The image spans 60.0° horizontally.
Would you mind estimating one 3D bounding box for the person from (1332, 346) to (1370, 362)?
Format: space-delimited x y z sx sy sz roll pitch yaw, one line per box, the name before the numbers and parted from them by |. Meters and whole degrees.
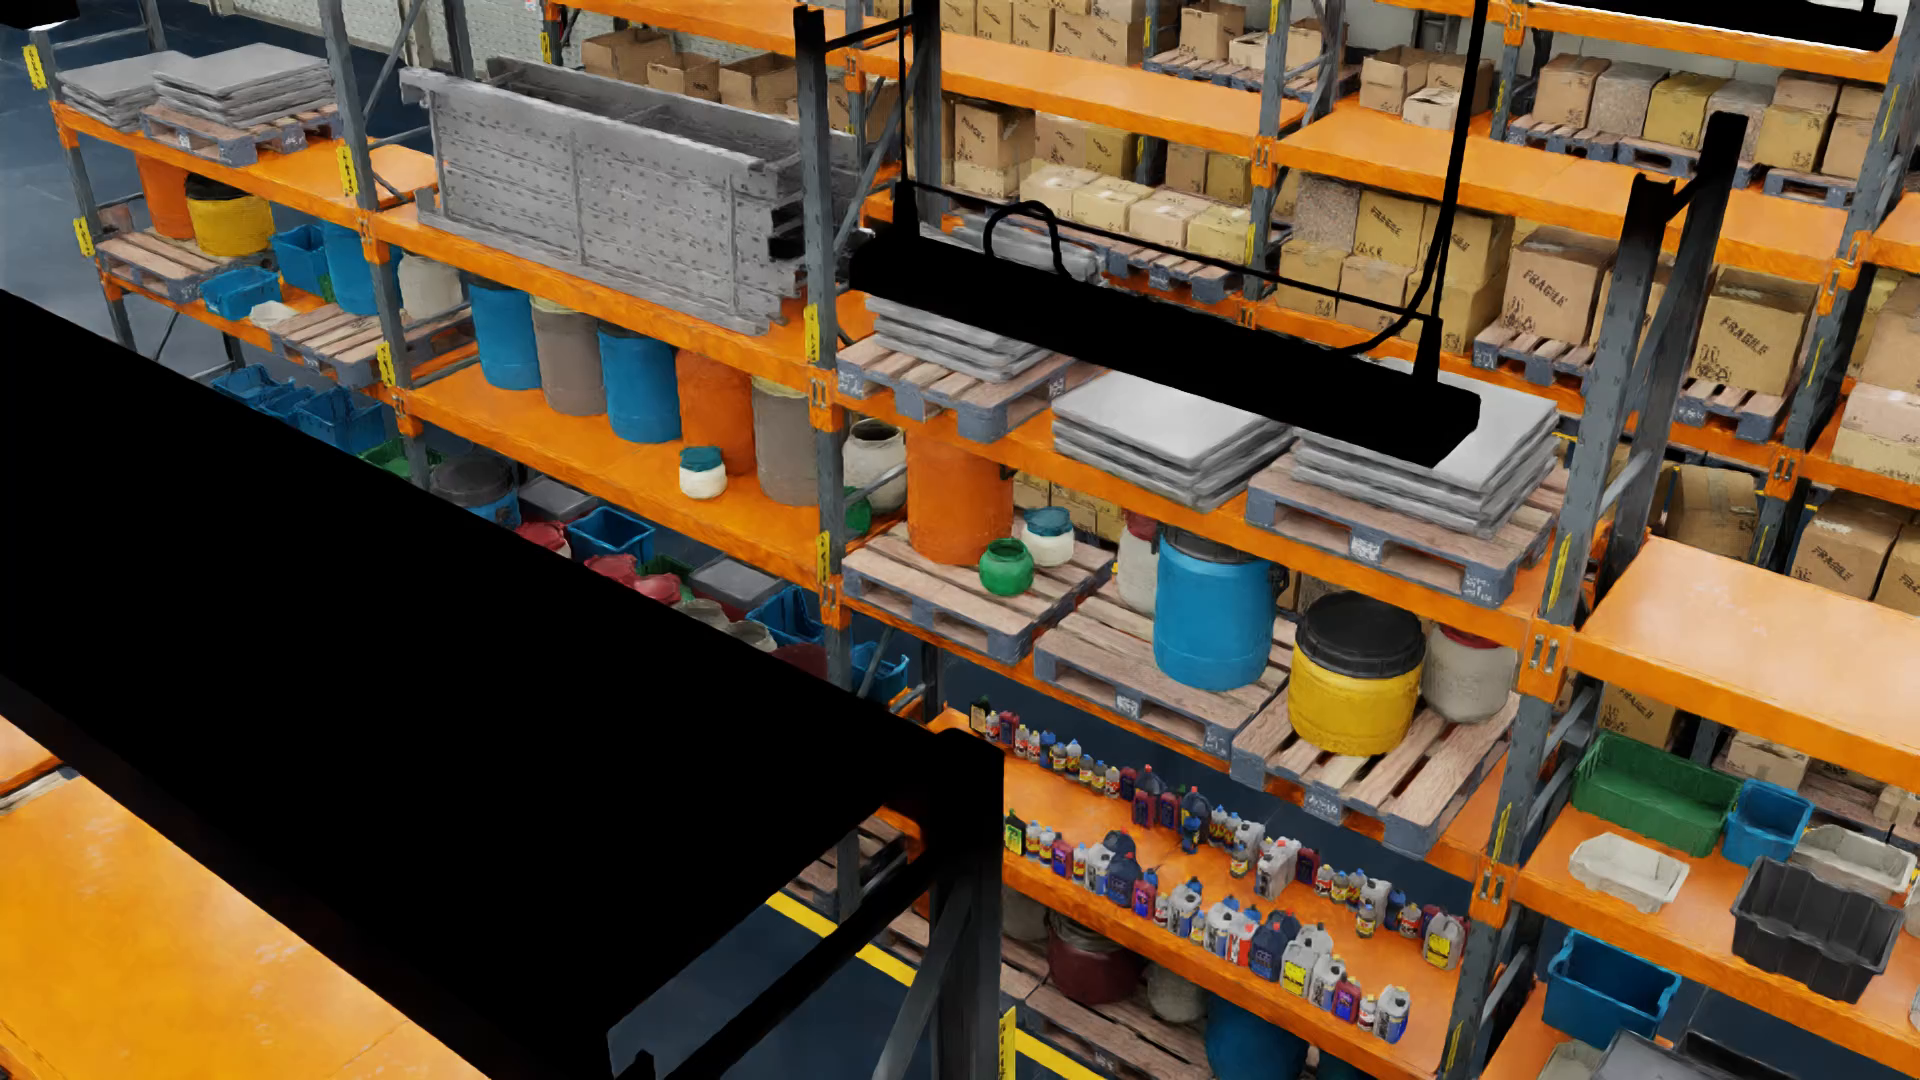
person | 3.846 -1.641 16.407 1.089 1.585 0.455 20 37 29
